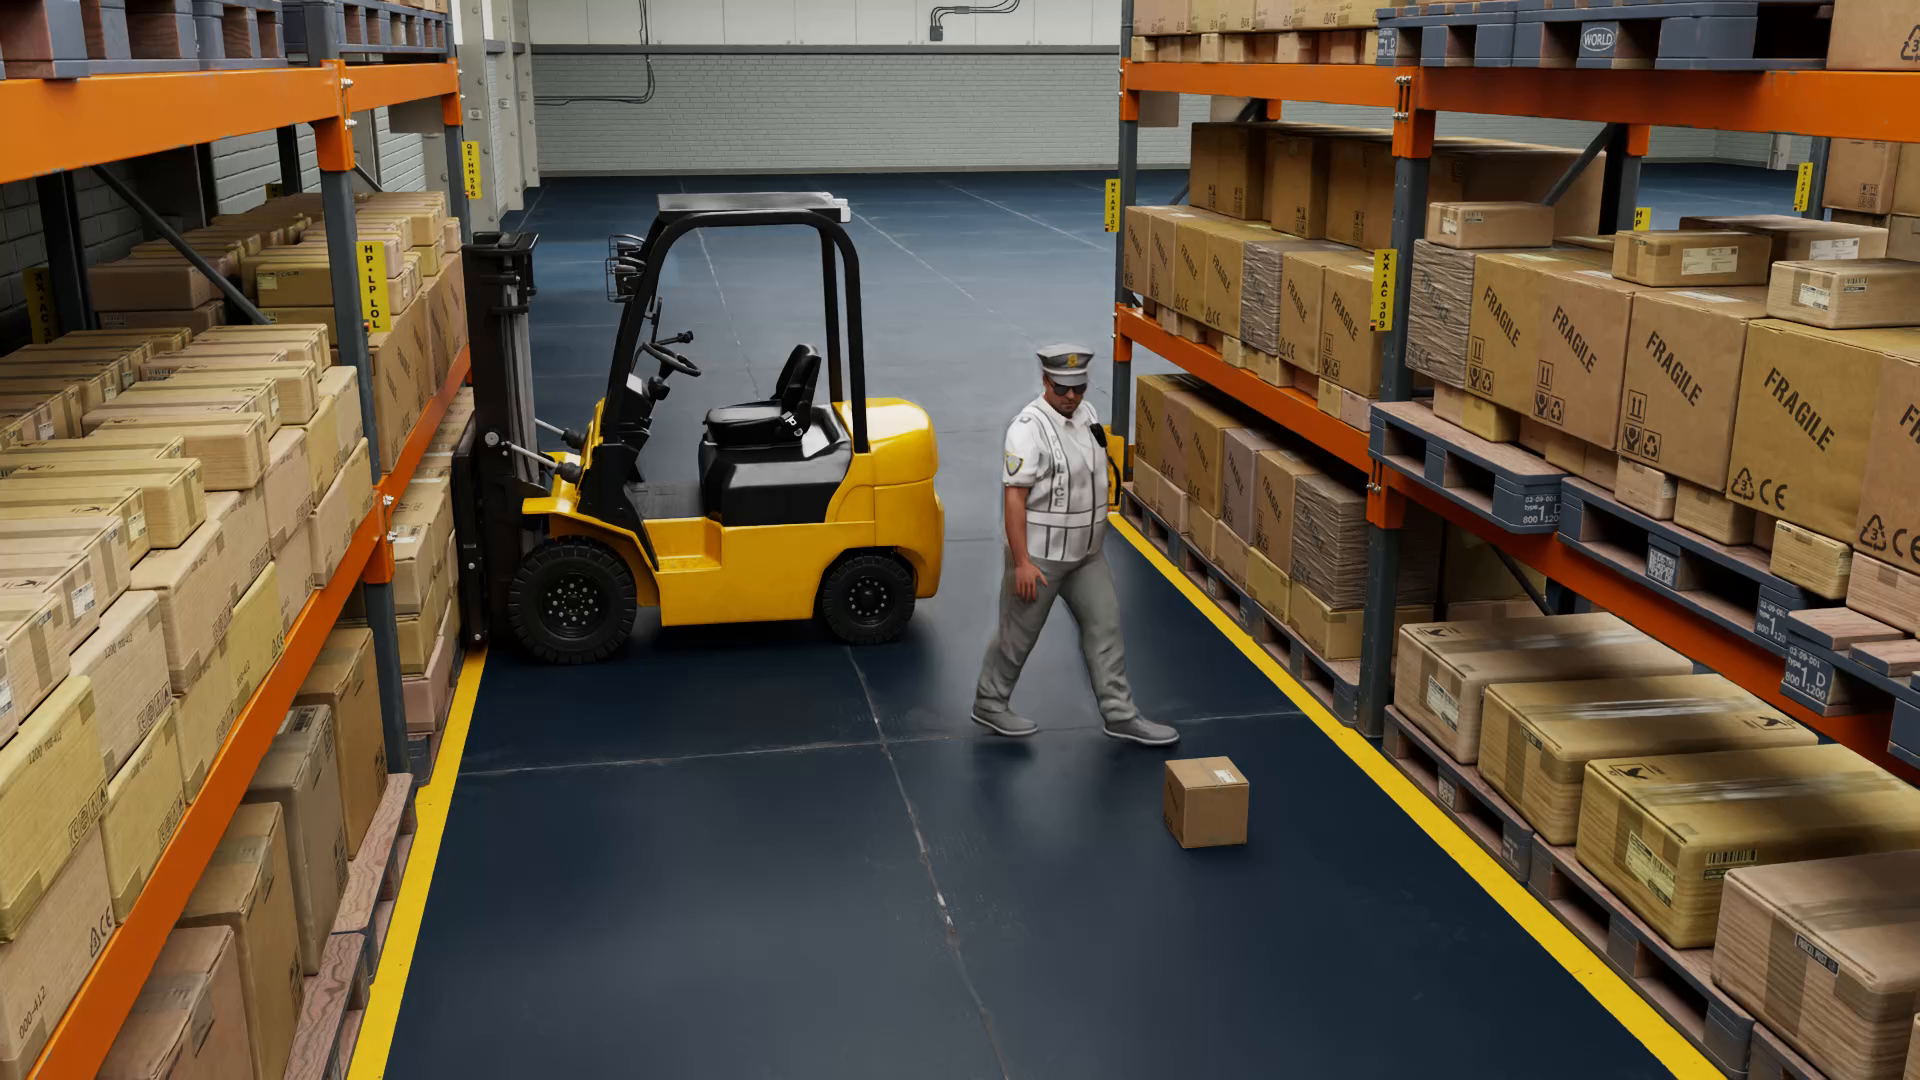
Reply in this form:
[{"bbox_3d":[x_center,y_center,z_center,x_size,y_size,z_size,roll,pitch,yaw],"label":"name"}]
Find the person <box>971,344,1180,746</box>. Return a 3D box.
[{"bbox_3d":[0.441,0.029,6.894,0.819,1.712,0.639,14,21,40],"label":"person"}]
